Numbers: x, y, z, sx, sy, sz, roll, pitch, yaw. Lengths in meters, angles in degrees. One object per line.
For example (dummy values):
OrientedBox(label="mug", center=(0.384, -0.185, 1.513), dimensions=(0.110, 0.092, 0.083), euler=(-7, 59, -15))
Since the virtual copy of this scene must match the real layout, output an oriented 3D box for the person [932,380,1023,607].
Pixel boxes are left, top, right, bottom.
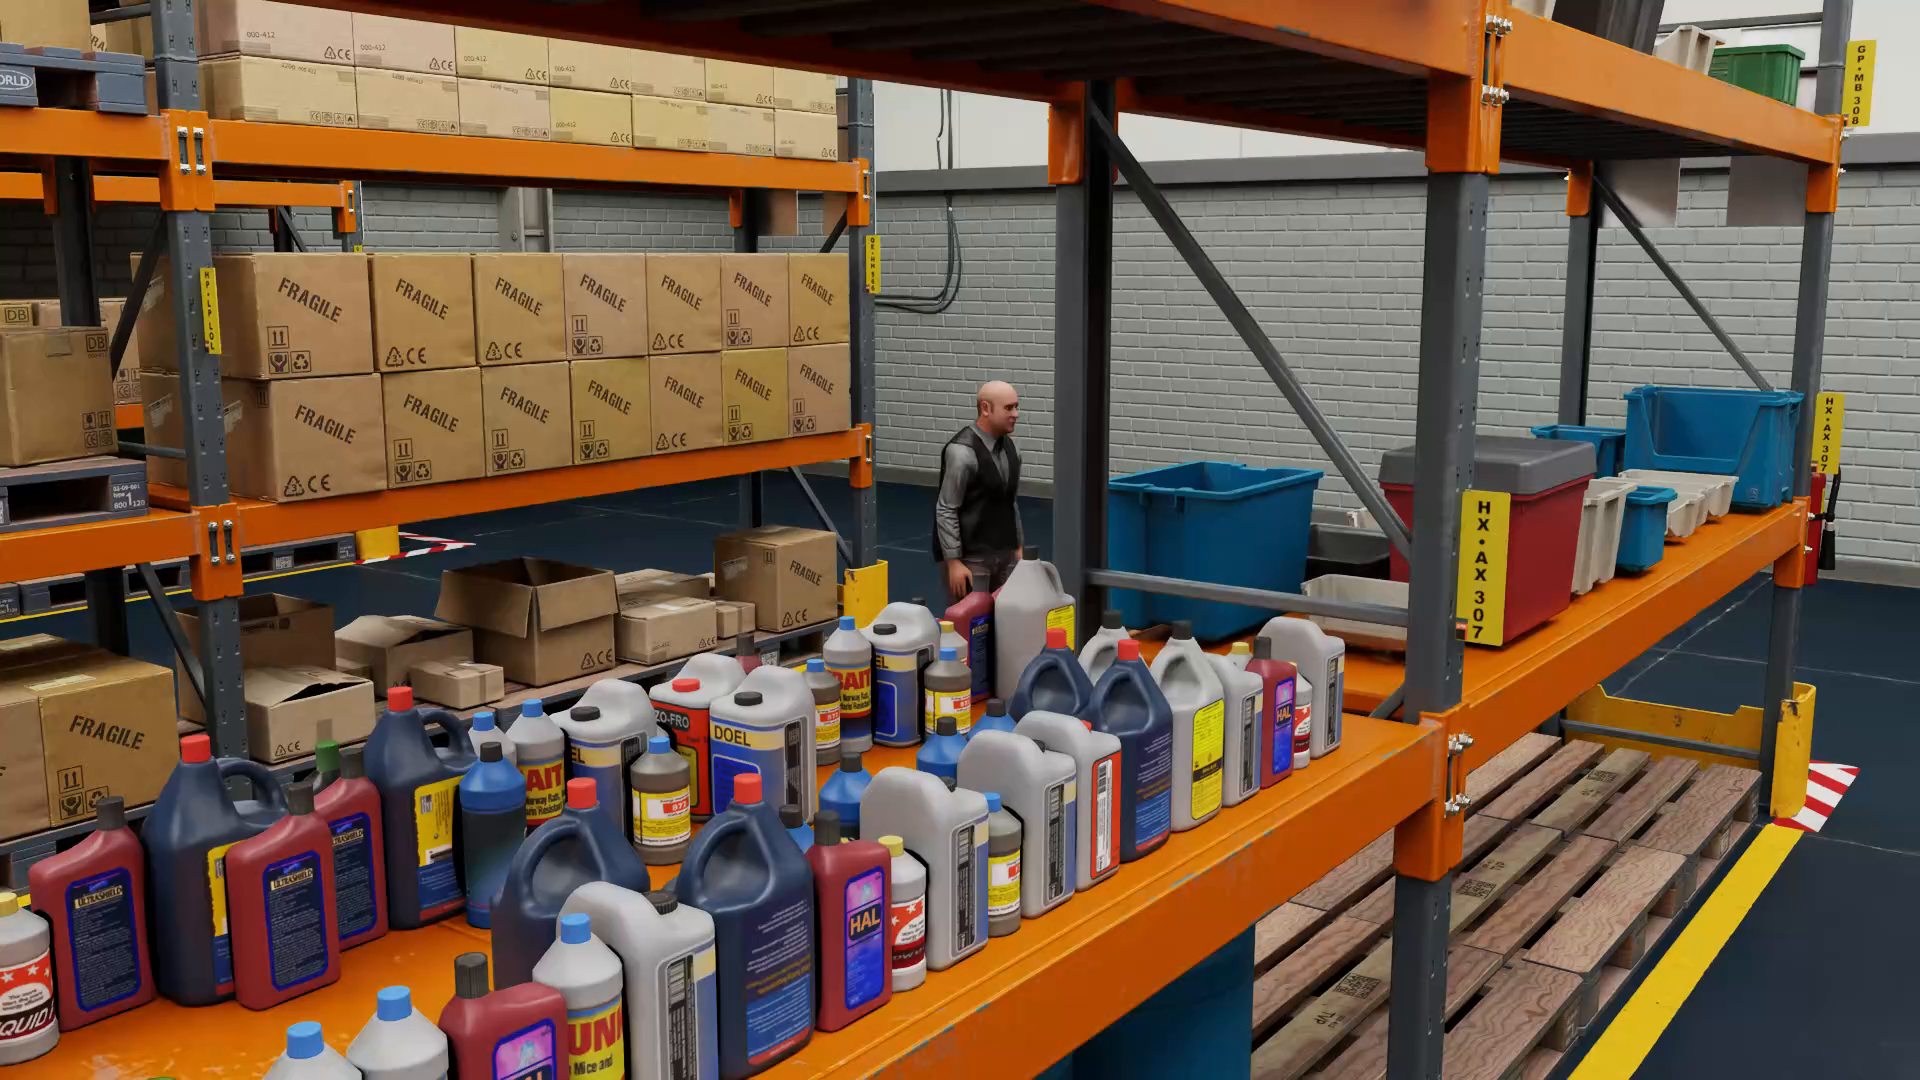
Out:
OrientedBox(label="person", center=(0.115, 0.110, 7.825), dimensions=(0.470, 1.720, 0.578), euler=(7, 12, 35))
